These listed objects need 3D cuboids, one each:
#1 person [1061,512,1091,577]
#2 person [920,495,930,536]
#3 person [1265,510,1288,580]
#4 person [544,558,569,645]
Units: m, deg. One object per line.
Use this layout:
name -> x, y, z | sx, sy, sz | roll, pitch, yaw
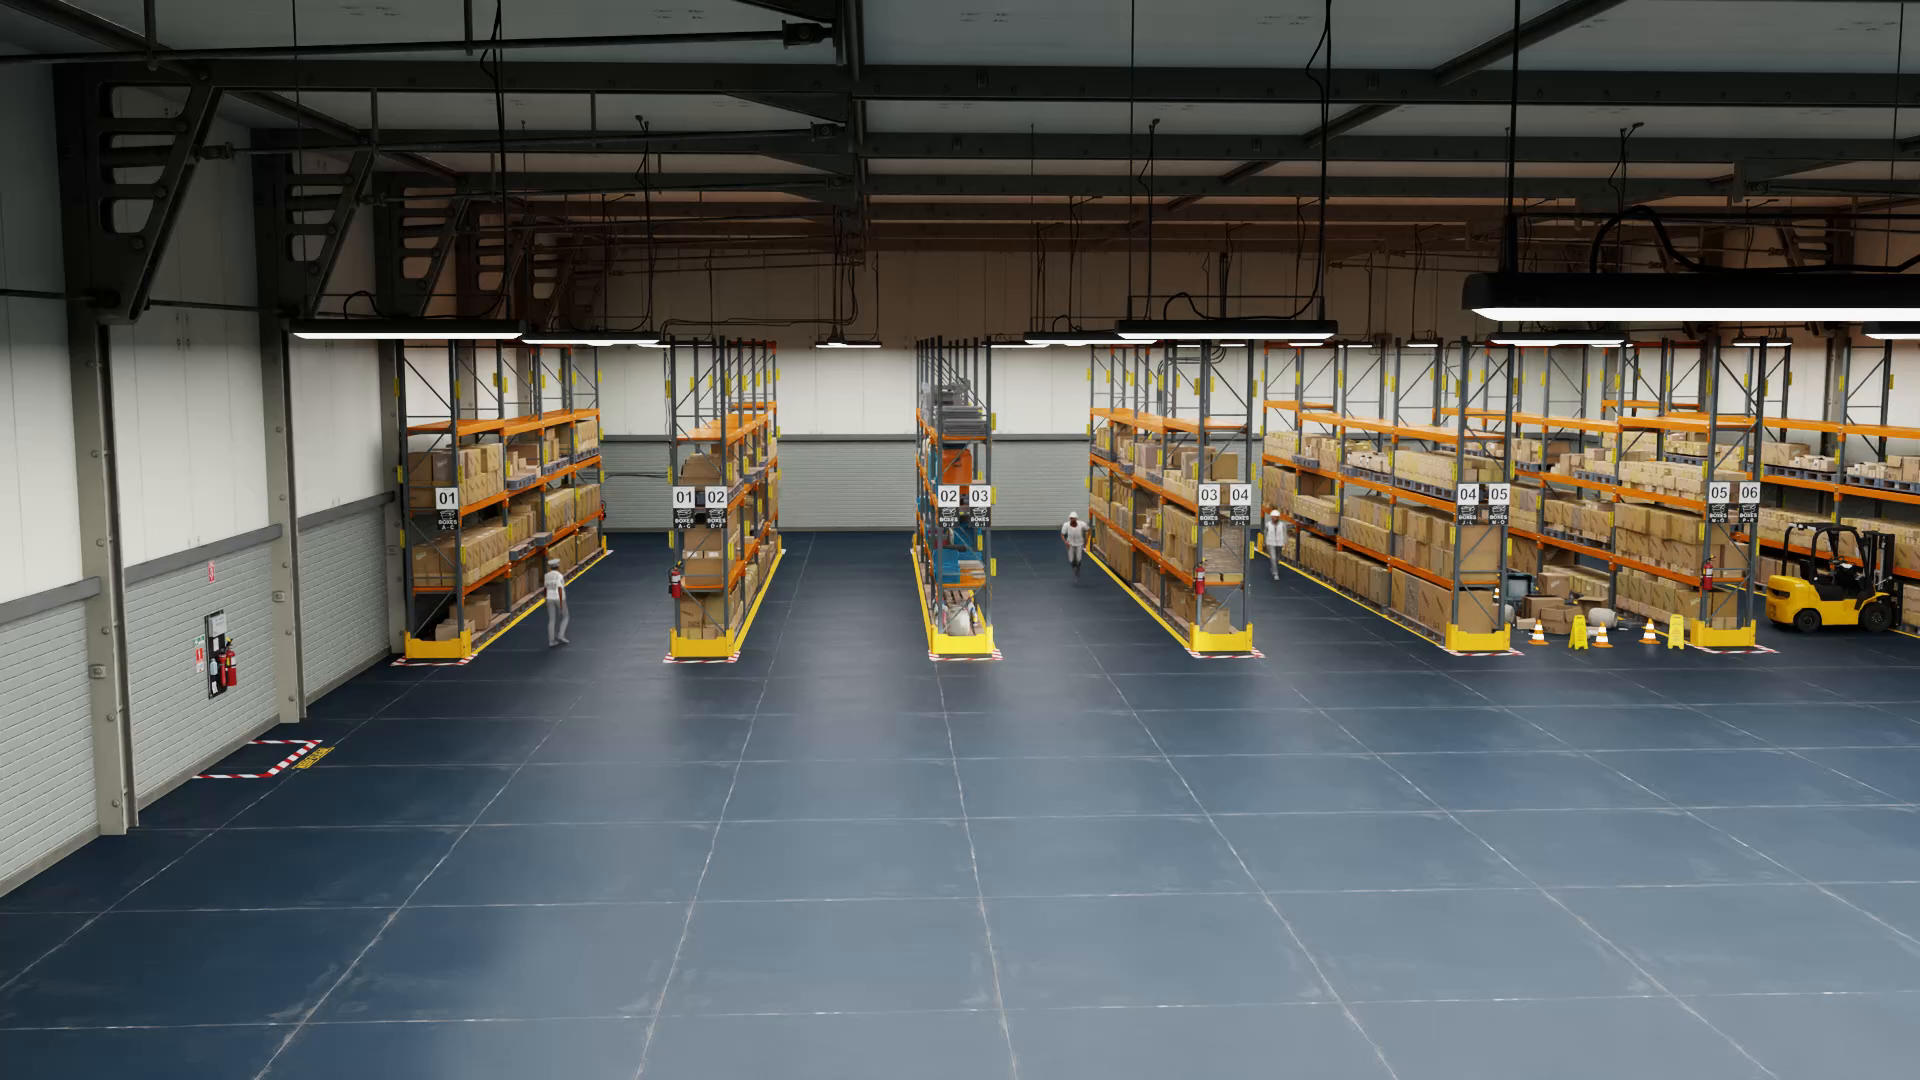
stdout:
person -> 2.856, 0.113, 41.004 | 0.748, 1.655, 0.718 | 1, 7, 6
person -> -0.845, -0.713, 48.993 | 0.992, 1.755, 0.521 | 3, 7, 22
person -> 7.963, 0.105, 41.842 | 0.520, 1.720, 1.068 | -1, 7, -5
person -> -7.902, 1.214, 32.438 | 0.477, 1.678, 0.518 | 1, 7, 9
